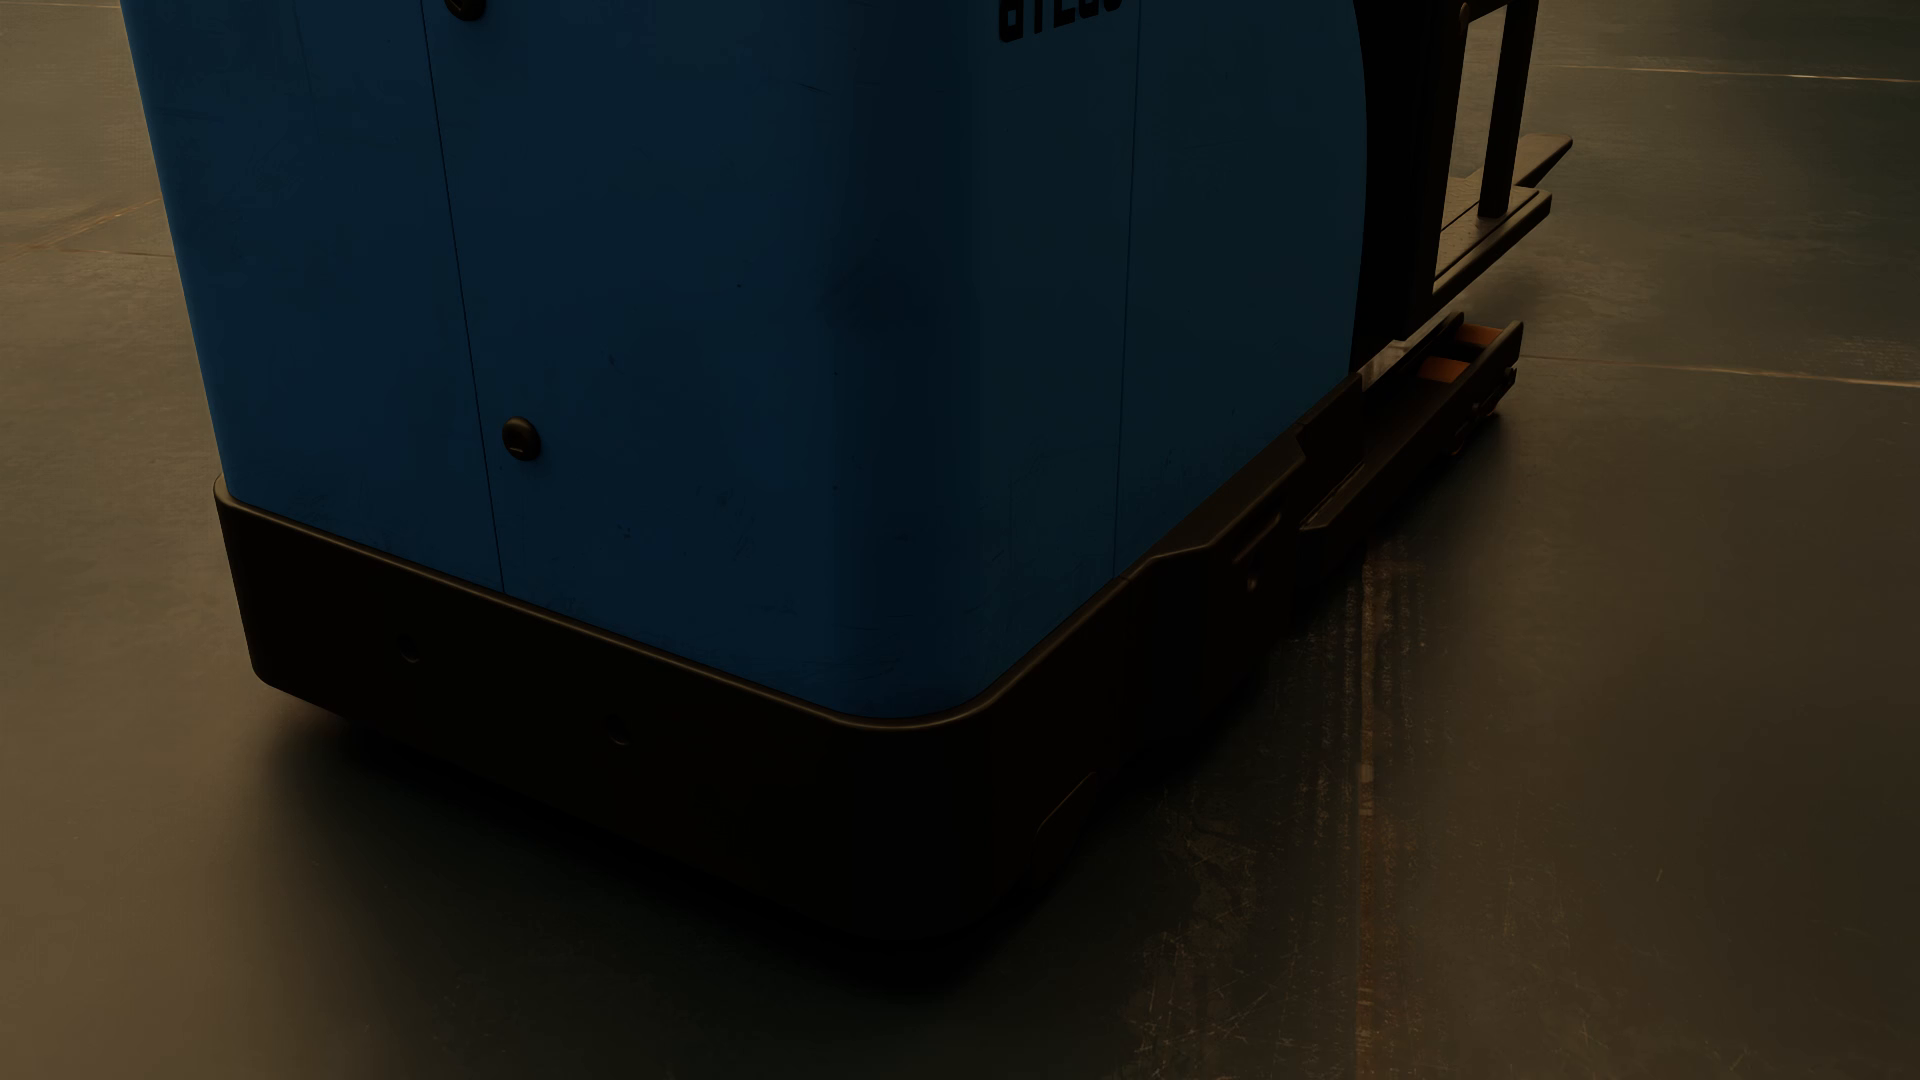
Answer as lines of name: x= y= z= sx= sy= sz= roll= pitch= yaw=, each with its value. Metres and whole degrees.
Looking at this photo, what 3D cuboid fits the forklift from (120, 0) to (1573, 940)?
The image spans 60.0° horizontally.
forklift: x=0.331 y=-1.548 z=2.314 sx=1.130 sy=2.935 sz=3.031 roll=16 pitch=31 yaw=28
